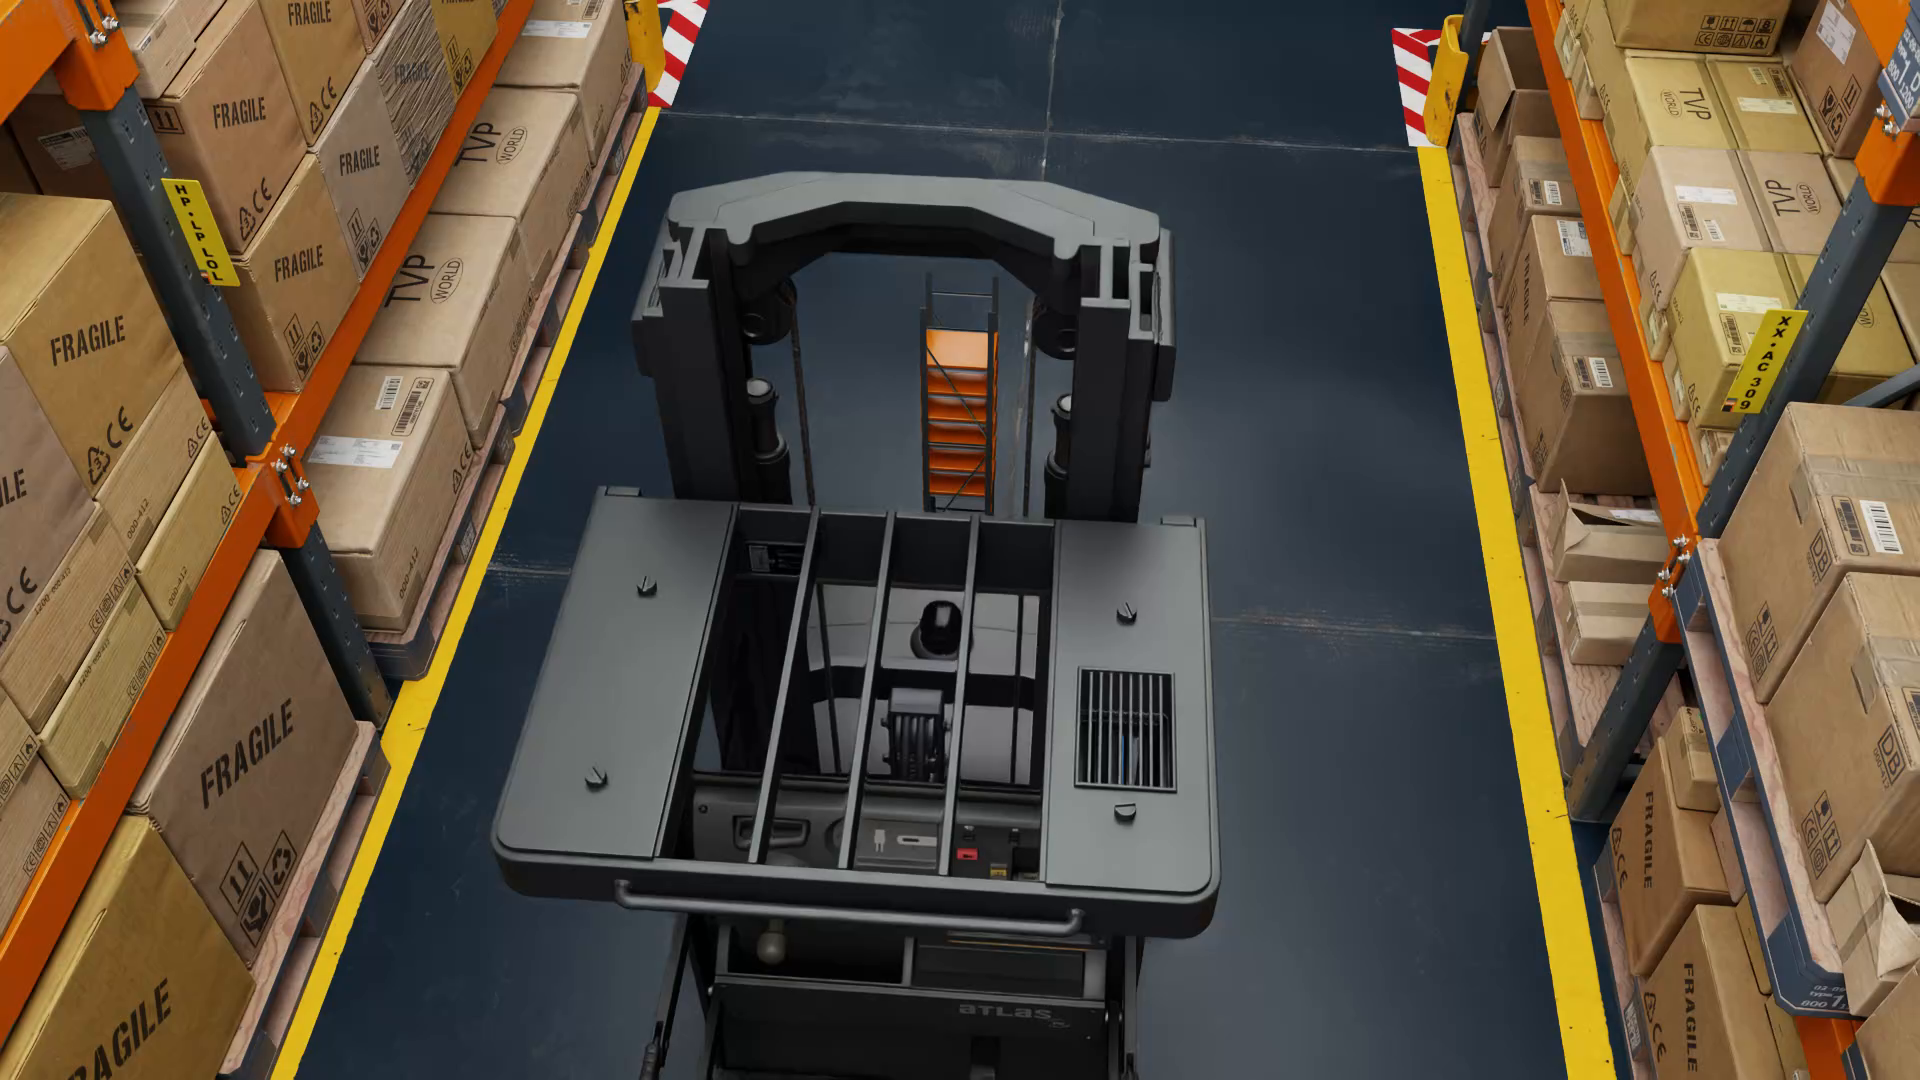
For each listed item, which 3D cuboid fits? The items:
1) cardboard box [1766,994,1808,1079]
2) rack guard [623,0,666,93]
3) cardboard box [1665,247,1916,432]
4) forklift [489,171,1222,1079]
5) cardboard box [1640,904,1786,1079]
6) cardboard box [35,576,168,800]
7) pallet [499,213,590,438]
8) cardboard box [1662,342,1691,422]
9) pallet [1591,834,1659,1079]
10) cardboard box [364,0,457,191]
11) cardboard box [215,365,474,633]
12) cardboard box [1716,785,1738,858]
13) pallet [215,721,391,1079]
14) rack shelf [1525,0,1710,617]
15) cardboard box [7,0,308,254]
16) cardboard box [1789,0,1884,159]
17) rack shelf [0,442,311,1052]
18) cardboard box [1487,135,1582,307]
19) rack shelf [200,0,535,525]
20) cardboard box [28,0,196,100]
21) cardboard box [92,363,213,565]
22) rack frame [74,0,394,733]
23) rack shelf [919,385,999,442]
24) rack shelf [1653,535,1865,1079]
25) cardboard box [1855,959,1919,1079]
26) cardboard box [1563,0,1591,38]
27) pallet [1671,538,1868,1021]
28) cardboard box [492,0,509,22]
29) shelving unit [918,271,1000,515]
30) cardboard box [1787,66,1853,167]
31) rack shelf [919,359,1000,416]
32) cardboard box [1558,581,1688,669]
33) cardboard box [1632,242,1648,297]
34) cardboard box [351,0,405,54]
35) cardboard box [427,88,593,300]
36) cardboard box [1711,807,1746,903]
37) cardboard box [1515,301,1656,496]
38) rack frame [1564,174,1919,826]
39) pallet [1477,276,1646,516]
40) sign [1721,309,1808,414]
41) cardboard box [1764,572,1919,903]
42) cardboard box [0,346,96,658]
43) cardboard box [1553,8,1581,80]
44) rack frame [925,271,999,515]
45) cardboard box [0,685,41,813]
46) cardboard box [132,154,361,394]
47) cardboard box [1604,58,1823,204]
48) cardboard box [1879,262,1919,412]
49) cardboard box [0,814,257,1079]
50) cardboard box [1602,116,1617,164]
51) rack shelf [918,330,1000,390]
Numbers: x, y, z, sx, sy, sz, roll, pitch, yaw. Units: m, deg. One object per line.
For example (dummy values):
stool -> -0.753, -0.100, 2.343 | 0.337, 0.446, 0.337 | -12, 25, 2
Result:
cardboard box -> 2.219, 1.223, 4.068 | 0.380, 0.149, 0.250 | 3, 48, 3
rack guard -> -2.089, -2.550, 8.244 | 1.175, 0.500, 0.348 | 4, 48, 4
cardboard box -> 2.291, -0.546, 4.617 | 0.500, 0.250, 0.500 | 5, 48, 5
forklift -> -0.130, 0.849, 3.487 | 1.130, 2.935, 3.031 | 3, 48, 3
cardboard box -> 2.181, 1.328, 4.412 | 0.500, 0.500, 0.500 | 3, 48, 3
cardboard box -> -2.293, 0.334, 4.013 | 0.500, 0.250, 0.500 | 3, 48, 3
pallet -> -2.200, -0.948, 6.974 | 1.003, 0.211, 1.213 | 4, 48, 4
cardboard box -> 2.268, -0.465, 4.813 | 0.380, 0.149, 0.250 | 5, 48, 5
pallet -> 2.451, 1.435, 4.794 | 1.003, 0.211, 1.213 | 4, 48, 4
cardboard box -> -2.050, -1.533, 5.551 | 0.500, 0.500, 0.500 | 4, 48, 4
cardboard box -> -2.291, -0.168, 5.823 | 0.875, 0.438, 0.875 | 3, 48, 3
cardboard box -> 2.214, 0.717, 4.330 | 0.380, 0.149, 0.250 | 2, 48, 2
pallet -> -2.451, 1.076, 5.123 | 1.003, 0.211, 1.213 | 4, 48, 4
rack shelf -> 2.670, -1.333, 5.924 | 1.077, 0.370, 4.000 | 4, 48, 4
cardboard box -> -2.171, -1.142, 4.516 | 0.500, 0.500, 0.500 | 4, 48, 4
cardboard box -> 2.889, -1.485, 4.967 | 0.500, 0.500, 0.500 | 3, 48, 2
rack shelf -> -2.638, 1.275, 3.538 | 1.077, 0.370, 4.000 | 4, 48, 4
cardboard box -> 2.586, -1.275, 6.793 | 0.700, 0.500, 0.500 | 6, 48, 5
rack shelf -> -2.273, -1.664, 6.227 | 1.077, 0.370, 4.000 | 4, 48, 4
cardboard box -> -2.168, -1.242, 4.168 | 0.380, 0.149, 0.250 | 3, 48, 3
cardboard box -> -2.254, -0.215, 4.177 | 0.500, 0.250, 0.500 | 4, 48, 3
rack frame -> -2.455, -0.437, 4.617 | 1.000, 3.000, 0.127 | 4, 48, 4
rack shelf -> -0.001, -0.445, 5.742 | 0.258, 0.103, 0.180 | 4, 48, 4
rack shelf -> 2.306, 1.607, 3.235 | 1.077, 0.370, 4.000 | 4, 48, 4
cardboard box -> 2.102, 1.016, 2.935 | 0.700, 0.500, 0.500 | 4, 48, 3
cardboard box -> 2.454, -2.037, 5.980 | 0.500, 0.250, 0.500 | 3, 48, 3
pallet -> 2.306, 0.539, 3.855 | 1.003, 0.211, 1.213 | 4, 48, 4
cardboard box -> -1.969, -2.291, 6.245 | 0.500, 0.500, 0.500 | 5, 48, 5
shelving unit -> -0.001, -0.394, 5.798 | 0.258, 1.200, 0.189 | 4, 48, 4
cardboard box -> 2.890, -1.250, 5.260 | 0.500, 0.250, 0.500 | 5, 48, 4
rack shelf -> -0.001, -0.526, 5.653 | 0.258, 0.103, 0.180 | 4, 48, 4
cardboard box -> 2.246, 0.285, 5.604 | 0.380, 0.149, 0.250 | 3, 48, 2
cardboard box -> 2.318, -0.849, 5.164 | 0.380, 0.149, 0.250 | 5, 48, 5
cardboard box -> -2.061, -1.888, 5.199 | 0.500, 0.500, 0.500 | 5, 48, 4
cardboard box -> -2.127, -1.489, 7.030 | 0.875, 0.438, 0.875 | 5, 48, 5
cardboard box -> 2.242, 0.831, 4.427 | 0.380, 0.149, 0.250 | 3, 48, 2
cardboard box -> 2.491, -0.512, 6.095 | 0.700, 0.500, 0.500 | 2, 48, 2
rack frame -> 2.488, -0.106, 4.314 | 1.000, 3.000, 0.127 | 4, 48, 4
pallet -> 2.660, -0.568, 6.627 | 1.003, 0.211, 1.213 | 4, 48, 4
sign -> 1.947, -0.429, 4.023 | 0.100, 0.325, 0.005 | 4, 48, 4
cardboard box -> 2.174, 0.440, 3.463 | 0.700, 0.500, 0.500 | 4, 48, 4
cardboard box -> -2.286, -0.082, 3.547 | 0.500, 0.500, 0.500 | 5, 48, 4
cardboard box -> 2.382, -1.794, 6.028 | 0.380, 0.149, 0.250 | 3, 48, 2
rack frame -> 0.007, -0.462, 5.859 | 0.240, 1.200, 0.006 | 4, 48, 4
cardboard box -> -2.333, 0.534, 3.492 | 0.500, 0.250, 0.500 | 5, 48, 4
cardboard box -> -2.152, -0.798, 4.879 | 0.500, 0.500, 0.500 | 5, 48, 5
cardboard box -> 2.381, -1.281, 5.289 | 0.500, 0.250, 0.500 | 4, 48, 3
cardboard box -> 2.802, -0.502, 4.576 | 0.500, 0.250, 0.500 | 3, 48, 3
cardboard box -> -2.507, 1.264, 4.217 | 0.875, 0.875, 0.875 | 5, 48, 5
cardboard box -> 2.424, -1.405, 5.673 | 0.380, 0.149, 0.250 | 4, 48, 3
rack shelf -> -0.001, -0.607, 5.565 | 0.258, 0.103, 0.180 | 4, 48, 4
